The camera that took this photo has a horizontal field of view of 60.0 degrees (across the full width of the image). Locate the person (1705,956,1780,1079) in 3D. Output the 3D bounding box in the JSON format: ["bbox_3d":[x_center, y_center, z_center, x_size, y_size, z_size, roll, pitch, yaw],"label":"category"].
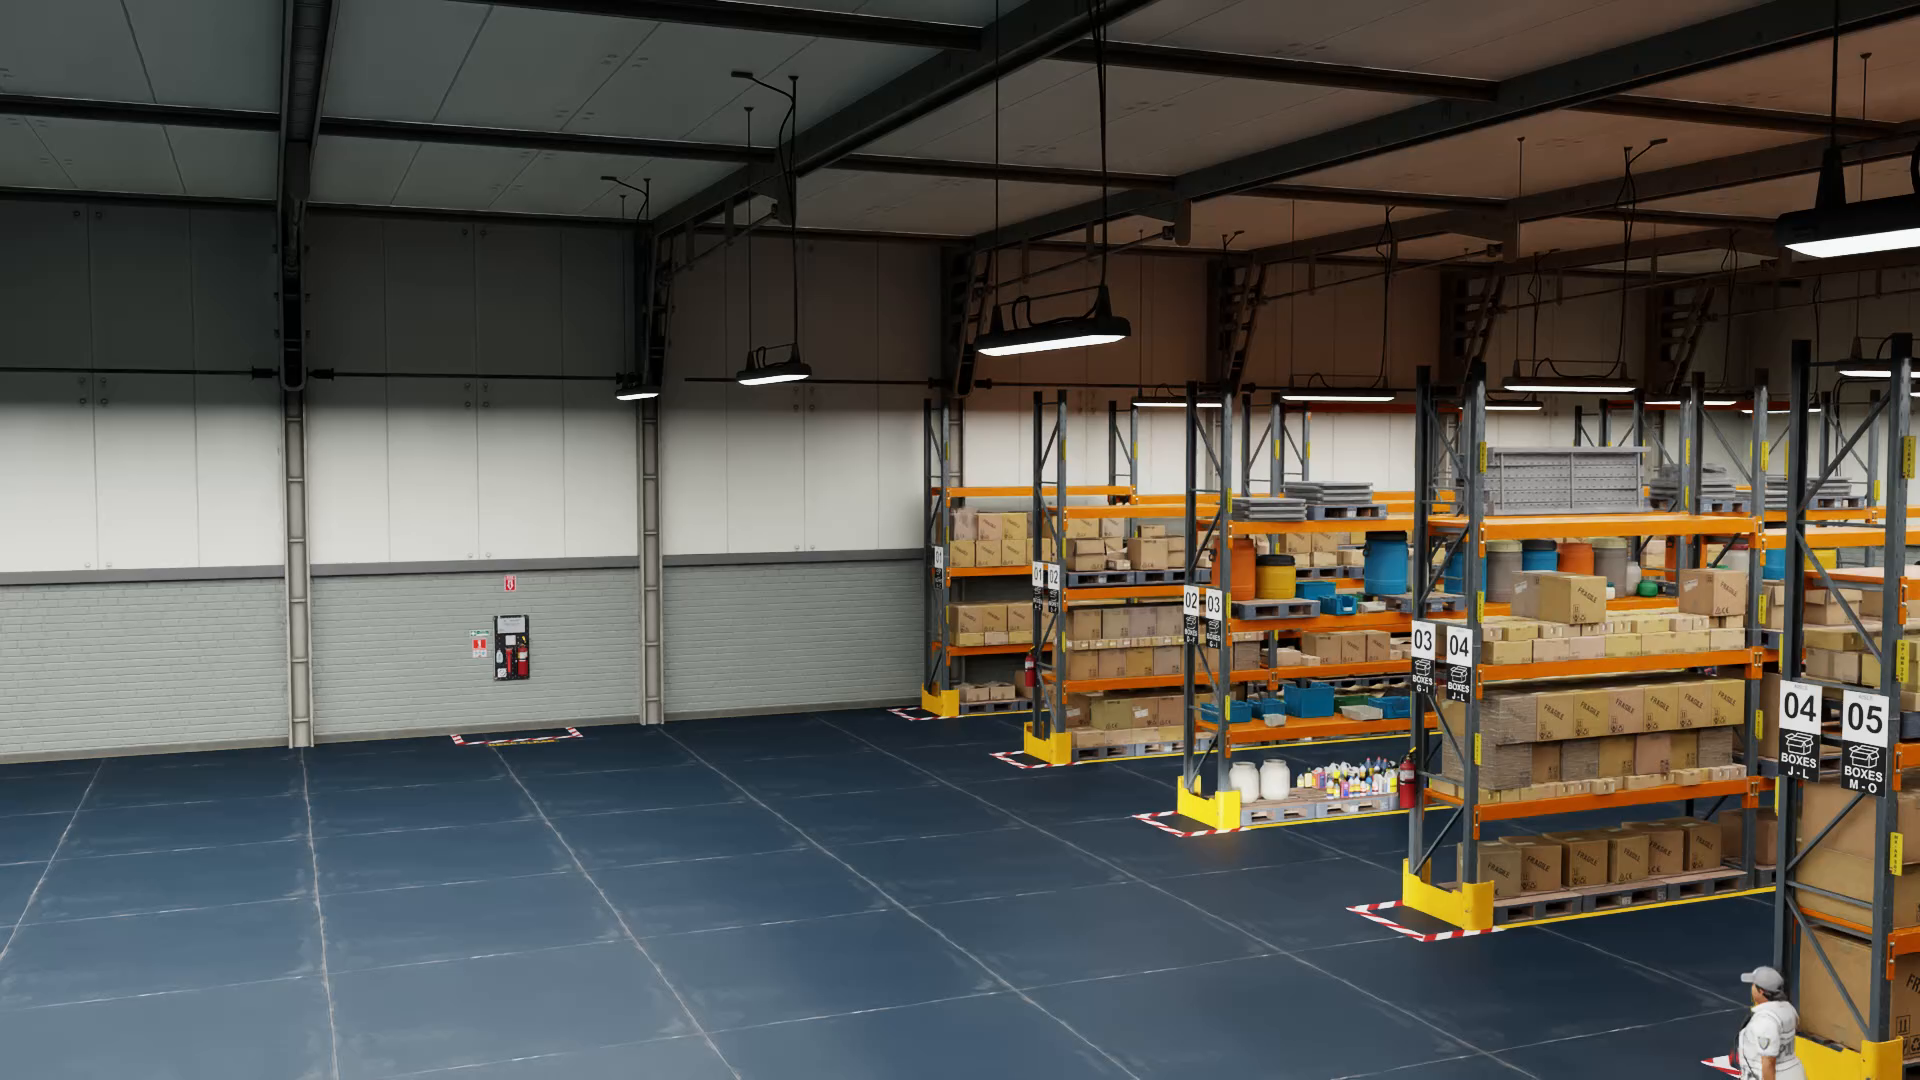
[{"bbox_3d":[5.386,3.657,11.277,0.481,1.646,0.614,-3,5,-43],"label":"person"}]
